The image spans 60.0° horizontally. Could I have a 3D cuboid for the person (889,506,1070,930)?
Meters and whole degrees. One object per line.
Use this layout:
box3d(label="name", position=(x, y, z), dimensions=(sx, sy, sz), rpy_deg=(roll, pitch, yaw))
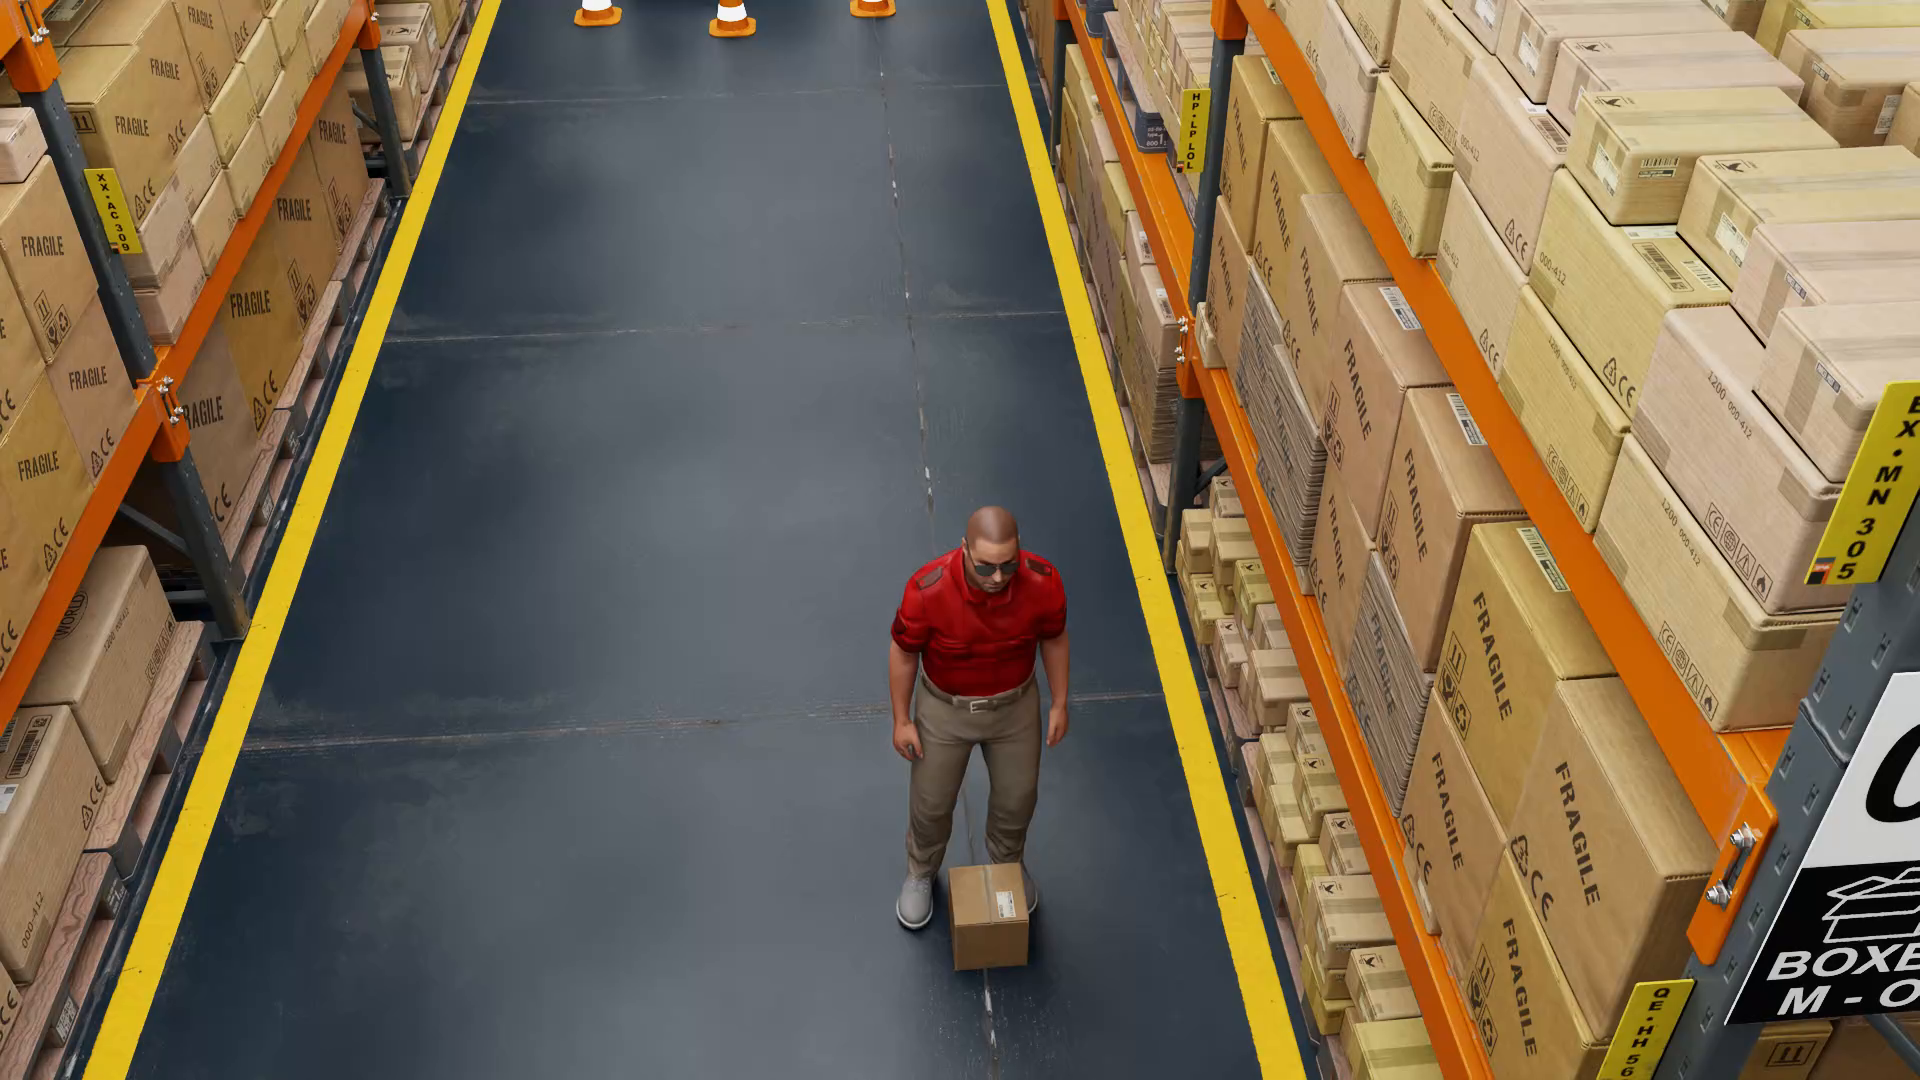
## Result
box3d(label="person", position=(0.061, 0.564, 5.465), dimensions=(0.606, 1.728, 0.387), rpy_deg=(-5, 39, -6))
